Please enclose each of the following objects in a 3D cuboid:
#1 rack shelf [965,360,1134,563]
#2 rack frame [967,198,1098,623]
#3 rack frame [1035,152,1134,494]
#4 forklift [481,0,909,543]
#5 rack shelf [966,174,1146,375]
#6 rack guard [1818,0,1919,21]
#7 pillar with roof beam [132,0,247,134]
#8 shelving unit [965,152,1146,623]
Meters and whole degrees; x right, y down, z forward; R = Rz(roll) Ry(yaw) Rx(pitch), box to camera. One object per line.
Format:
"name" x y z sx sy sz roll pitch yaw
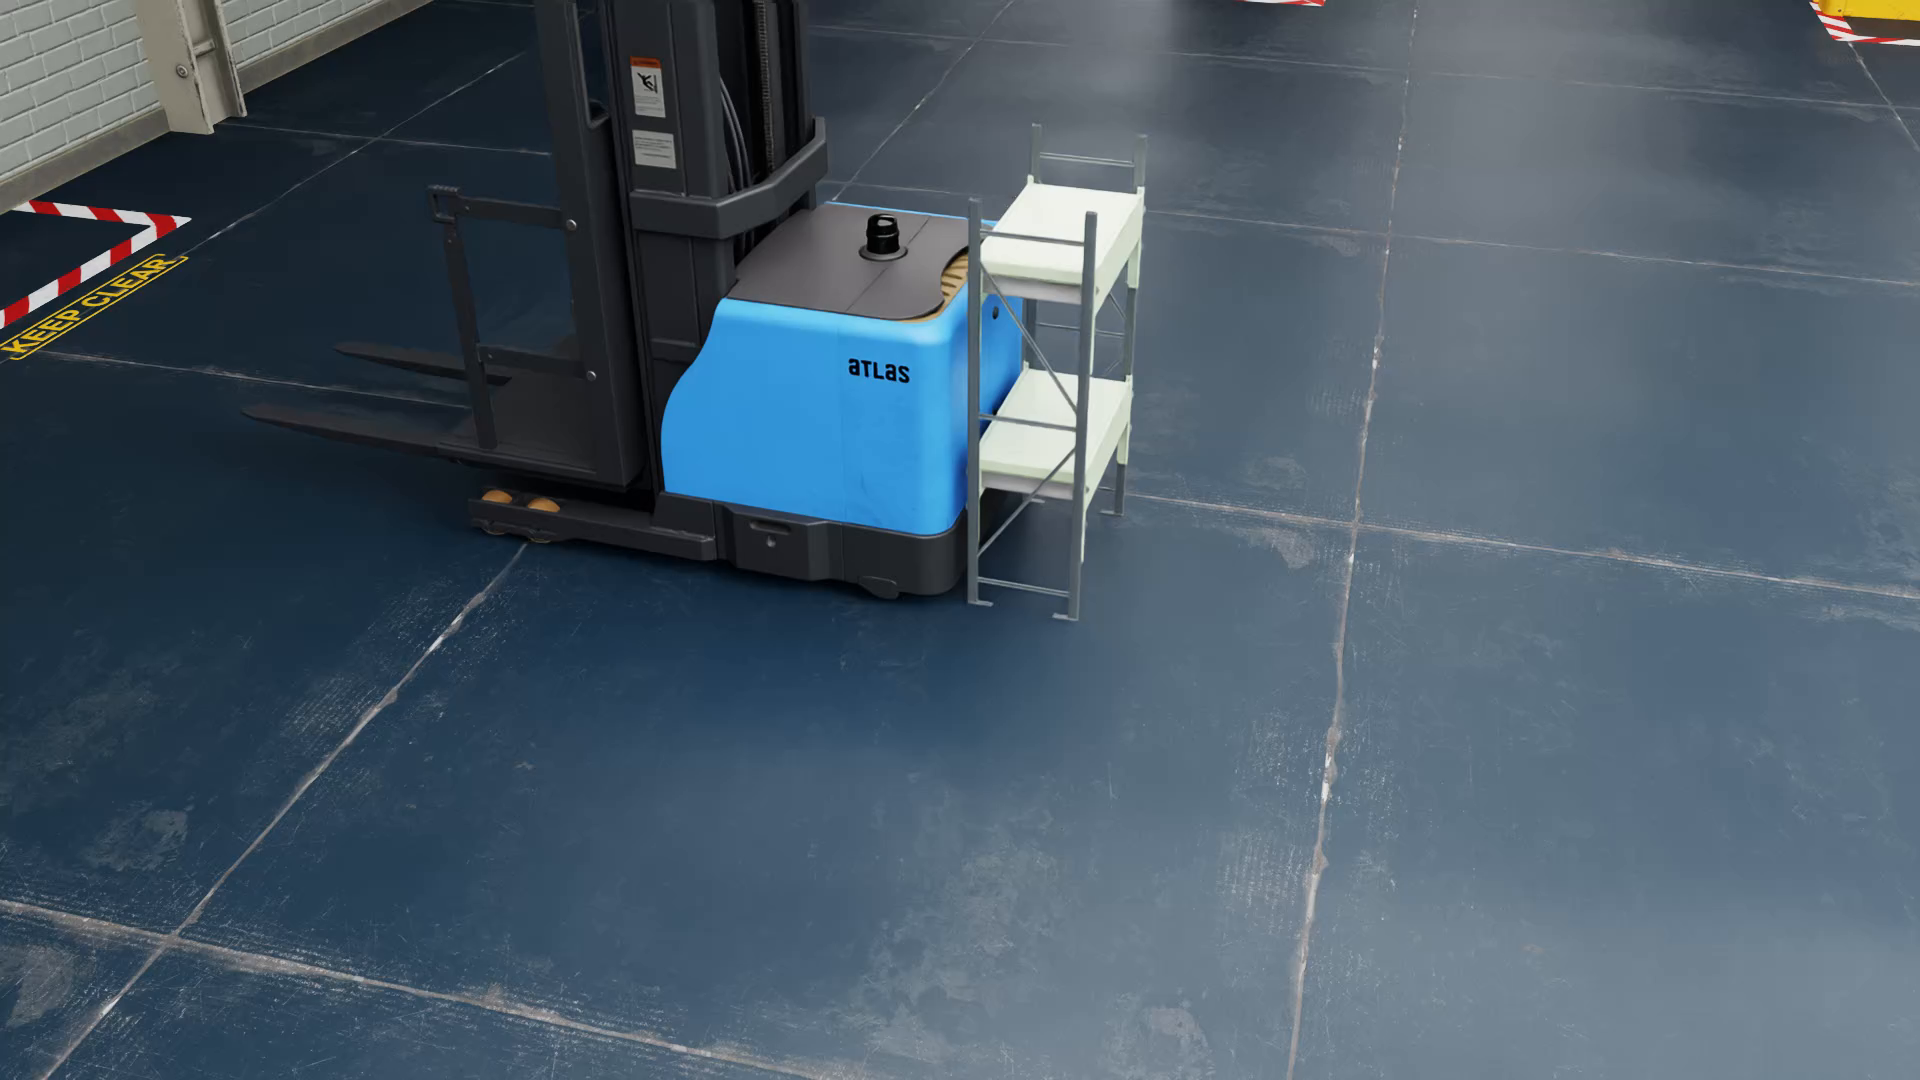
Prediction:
"rack shelf" 0.328 -0.294 5.922 0.431 0.370 0.720 9 34 14
"rack frame" 0.221 -0.381 5.452 0.400 1.500 0.023 9 34 14
"rack frame" 0.437 -0.756 6.042 0.380 1.308 0.010 9 34 14
"forklift" 10.208 -2.579 7.634 21.555 2.867 12.119 10 34 15
"rack shelf" 0.328 -0.898 5.538 0.431 0.370 0.720 9 34 14
"rack guard" 7.060 -4.137 12.291 1.175 0.500 0.348 8 33 12
"pillar with roof beam" -0.514 -5.808 6.998 9.100 9.000 0.400 8 33 12
"shelving unit" 0.327 -0.567 5.744 0.431 1.500 0.748 9 34 14
